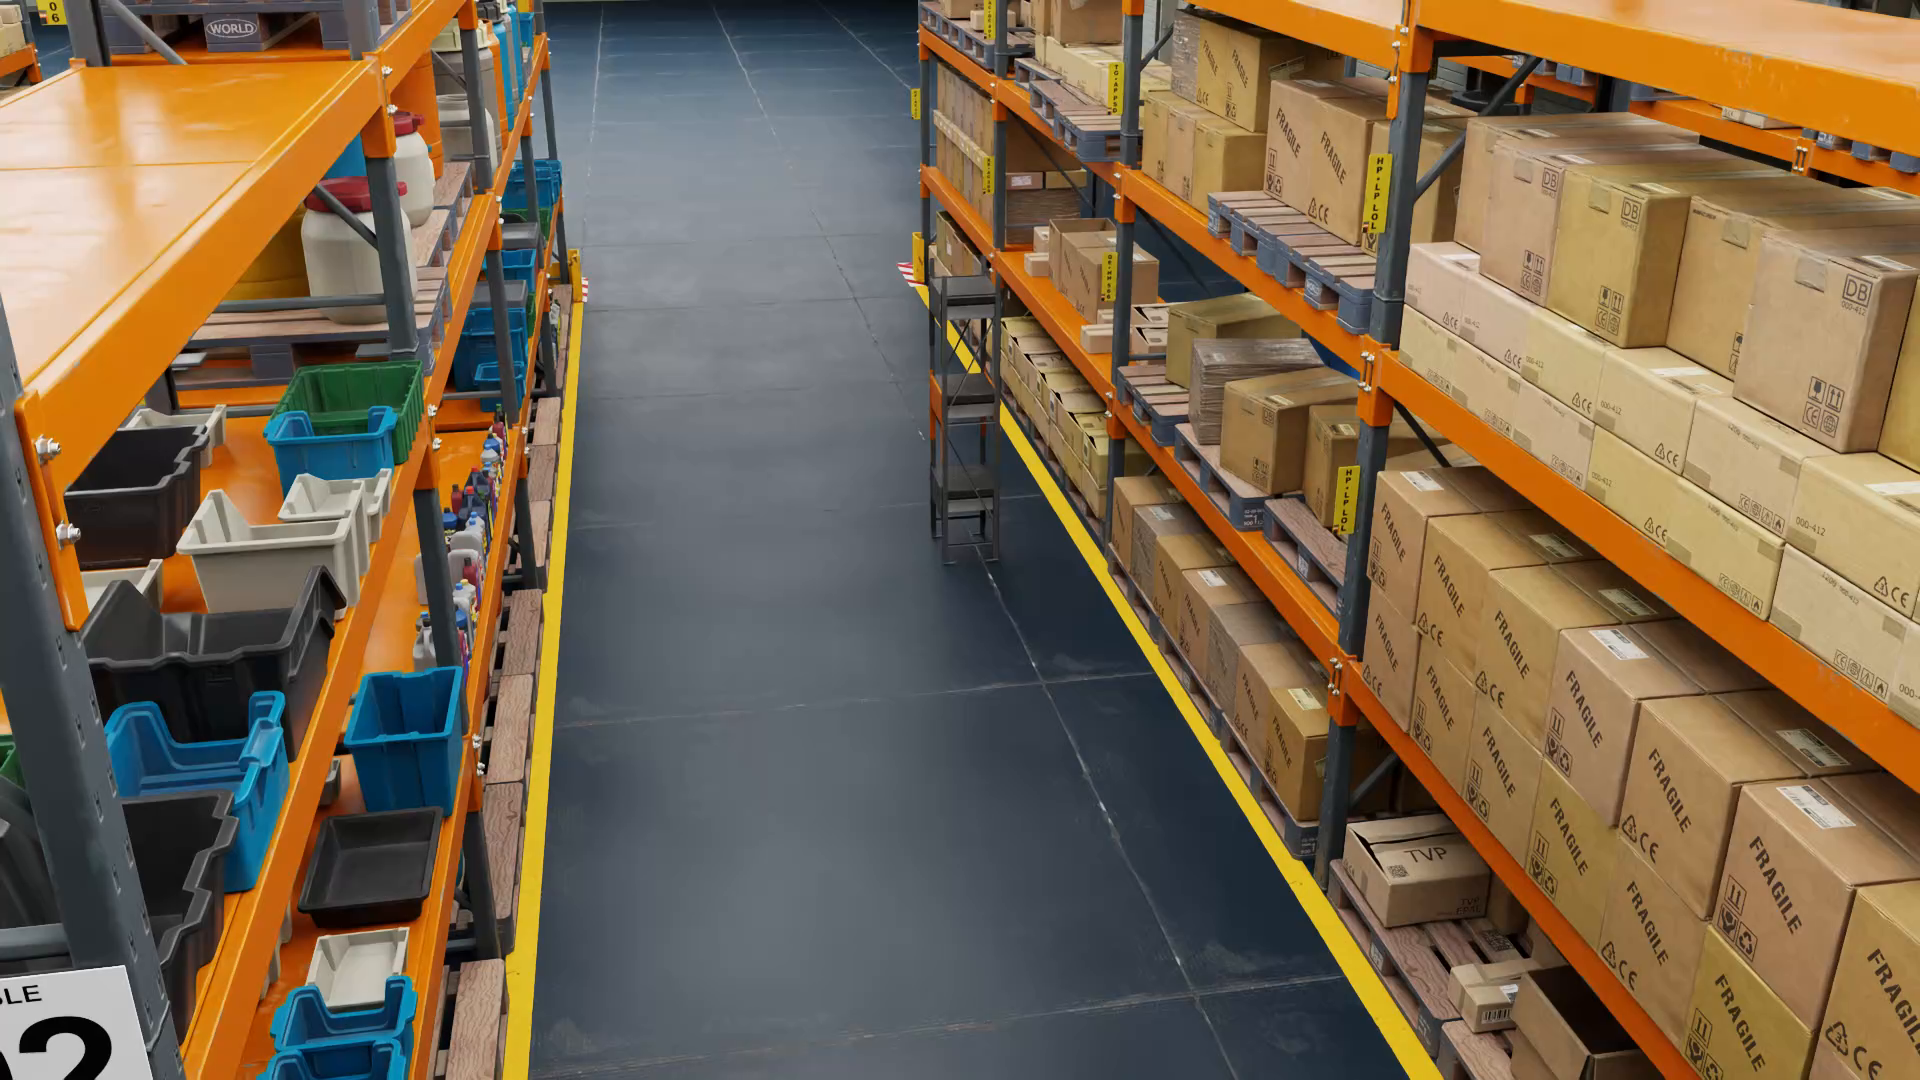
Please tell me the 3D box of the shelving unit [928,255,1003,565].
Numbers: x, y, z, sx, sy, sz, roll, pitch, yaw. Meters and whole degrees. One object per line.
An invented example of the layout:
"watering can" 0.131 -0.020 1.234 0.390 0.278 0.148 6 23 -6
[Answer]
"shelving unit" 0.031 -0.897 11.681 0.431 2.100 0.503 -4 24 -10

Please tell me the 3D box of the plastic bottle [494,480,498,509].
"plastic bottle" -2.664 -0.273 9.374 0.097 0.201 0.097 0 24 0

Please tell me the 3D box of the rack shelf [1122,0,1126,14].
"rack shelf" 1.168 -4.285 12.216 1.077 0.370 4.000 -4 24 -10

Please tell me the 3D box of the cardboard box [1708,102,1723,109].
"cardboard box" 6.257 -3.578 12.792 0.797 0.503 0.637 -1 24 -2

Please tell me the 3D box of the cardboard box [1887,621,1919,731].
"cardboard box" 2.663 0.397 4.034 0.500 0.250 0.500 -4 24 -10

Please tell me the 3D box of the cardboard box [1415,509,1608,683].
"cardboard box" 2.184 0.217 6.632 0.500 0.500 0.500 -5 24 -11

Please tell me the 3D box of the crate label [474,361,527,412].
"crate label" -3.040 -1.013 11.032 0.303 0.233 0.416 -4 24 -10

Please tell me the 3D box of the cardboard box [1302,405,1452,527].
"cardboard box" 2.221 -0.395 8.758 0.700 0.500 0.500 -1 24 -1

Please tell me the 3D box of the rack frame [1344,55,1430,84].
"rack frame" 4.926 -4.777 19.439 1.000 3.000 0.127 -4 24 -10

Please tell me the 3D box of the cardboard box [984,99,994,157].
"cardboard box" 0.616 -3.848 15.567 0.700 0.500 0.500 -4 24 -10

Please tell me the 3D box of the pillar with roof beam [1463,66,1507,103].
"pillar with roof beam" 1.675 -6.996 17.025 9.100 9.000 0.400 -4 24 -10

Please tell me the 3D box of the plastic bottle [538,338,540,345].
"plastic bottle" -3.953 -1.795 15.373 0.144 0.351 0.185 -4 24 -10

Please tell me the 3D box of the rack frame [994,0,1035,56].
"rack frame" 0.799 -5.584 13.793 1.000 3.000 0.127 -4 24 -10

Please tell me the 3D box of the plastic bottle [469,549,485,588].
"plastic bottle" -2.468 0.146 8.417 0.097 0.201 0.097 0 24 0

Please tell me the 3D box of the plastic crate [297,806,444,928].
"plastic crate" -2.120 1.196 6.033 0.437 0.125 0.590 -4 24 -10

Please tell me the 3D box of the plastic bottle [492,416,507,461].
"plastic bottle" -2.794 -0.625 10.079 0.061 0.283 0.133 -4 24 -10

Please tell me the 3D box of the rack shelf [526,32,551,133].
"rack shelf" -4.440 -4.302 15.502 1.077 0.370 4.000 -4 24 -10

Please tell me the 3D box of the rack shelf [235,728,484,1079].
"rack shelf" -2.221 1.793 5.296 1.077 0.370 4.000 -4 24 -10

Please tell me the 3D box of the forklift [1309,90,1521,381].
"forklift" 4.409 -2.028 13.231 3.031 2.935 1.130 -3 24 -8

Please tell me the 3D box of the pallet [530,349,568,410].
"pallet" -4.153 -1.459 15.328 1.003 0.211 1.213 -4 24 -10

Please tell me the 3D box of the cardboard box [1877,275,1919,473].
"cardboard box" 2.897 -0.397 4.290 0.700 0.500 0.500 -4 24 -10

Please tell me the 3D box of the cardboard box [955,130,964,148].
"cardboard box" 0.160 -4.075 16.897 0.380 0.149 0.250 -5 24 -10

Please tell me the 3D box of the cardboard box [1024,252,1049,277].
"cardboard box" 0.762 -2.356 14.211 0.380 0.149 0.250 -4 24 -10

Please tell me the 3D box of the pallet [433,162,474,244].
"pallet" -3.285 -1.877 9.287 1.003 0.211 1.213 -4 24 -10

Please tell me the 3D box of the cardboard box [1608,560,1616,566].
"cardboard box" 2.723 0.189 6.696 0.500 0.500 0.500 -5 24 -11

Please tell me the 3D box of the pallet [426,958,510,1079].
"pallet" -2.417 2.241 6.855 1.003 0.211 1.213 -4 24 -10

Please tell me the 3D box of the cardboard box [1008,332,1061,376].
"cardboard box" 0.718 -1.646 14.482 0.500 0.311 0.500 -5 24 -10

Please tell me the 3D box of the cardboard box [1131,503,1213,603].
"cardboard box" 1.444 0.088 10.875 0.500 0.500 0.500 -5 24 -12

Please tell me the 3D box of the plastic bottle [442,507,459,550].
"plastic bottle" -2.688 -0.044 8.763 0.097 0.271 0.097 0 24 0

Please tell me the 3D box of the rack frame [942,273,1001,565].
"rack frame" 0.076 -0.801 11.461 0.400 2.100 0.015 -4 24 -10

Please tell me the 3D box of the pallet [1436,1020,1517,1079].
"pallet" 2.633 2.341 6.627 1.003 0.211 1.213 -4 24 -10

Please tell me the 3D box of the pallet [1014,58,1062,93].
"pallet" 0.974 -3.776 13.639 0.805 0.209 1.217 -5 24 -12

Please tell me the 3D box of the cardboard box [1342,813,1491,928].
"cardboard box" 2.143 1.523 7.824 0.500 0.311 0.500 -4 24 -10

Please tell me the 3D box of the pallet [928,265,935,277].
"pallet" 0.241 -2.833 18.472 1.003 0.211 1.213 -4 24 -10

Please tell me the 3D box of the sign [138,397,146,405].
"sign" -3.132 -0.662 6.259 0.100 0.325 0.005 -4 24 -10

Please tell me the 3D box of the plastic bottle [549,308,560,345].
"plastic bottle" -3.925 -2.047 15.950 0.144 0.351 0.185 -4 24 -10

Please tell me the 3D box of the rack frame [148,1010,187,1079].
"rack frame" -1.851 2.250 3.350 1.000 3.000 0.127 -4 24 -10

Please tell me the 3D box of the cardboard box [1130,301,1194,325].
"cardboard box" 1.563 -1.587 12.247 0.500 0.311 0.500 -5 24 -10

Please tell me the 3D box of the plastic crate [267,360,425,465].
"plastic crate" -2.215 -0.457 6.064 0.450 0.188 0.662 -4 24 -10

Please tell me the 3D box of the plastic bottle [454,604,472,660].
"plastic bottle" -2.321 0.425 7.690 0.097 0.271 0.097 0 24 0

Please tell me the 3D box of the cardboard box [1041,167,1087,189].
"cardboard box" 0.939 -3.298 15.119 0.380 0.149 0.250 -4 24 -10

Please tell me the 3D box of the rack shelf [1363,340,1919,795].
"rack shelf" 2.648 0.053 5.531 1.077 0.370 4.000 -4 24 -10

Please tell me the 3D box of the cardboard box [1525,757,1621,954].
"cardboard box" 2.388 1.084 5.894 0.500 0.500 0.500 -5 24 -10

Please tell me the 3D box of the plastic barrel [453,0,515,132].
"plastic barrel" -3.521 -3.376 11.858 0.600 0.901 0.708 -4 24 -10

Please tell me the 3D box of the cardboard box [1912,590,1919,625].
"cardboard box" 2.672 0.167 3.935 0.500 0.250 0.500 -4 24 -10

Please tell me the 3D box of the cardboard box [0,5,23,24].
"cardboard box" -9.319 -5.079 16.073 0.380 0.149 0.250 -4 24 -10

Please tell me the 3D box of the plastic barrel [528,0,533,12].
"plastic barrel" -4.595 -5.625 16.574 0.600 0.830 0.708 -4 24 -10

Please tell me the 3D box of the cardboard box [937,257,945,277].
"cardboard box" 0.036 -2.917 18.092 0.500 0.250 0.500 -4 24 -10

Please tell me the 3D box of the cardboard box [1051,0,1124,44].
"cardboard box" 1.002 -4.209 13.118 0.500 0.500 0.500 -2 24 -5

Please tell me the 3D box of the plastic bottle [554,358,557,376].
"plastic bottle" -3.717 -1.587 15.082 0.097 0.201 0.097 0 24 0

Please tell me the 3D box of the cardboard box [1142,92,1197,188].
"cardboard box" 1.652 -2.513 10.384 0.910 0.500 0.500 -4 24 -10

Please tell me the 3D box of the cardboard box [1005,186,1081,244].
"cardboard box" 0.710 -3.055 15.372 0.700 0.500 0.500 -5 24 -11

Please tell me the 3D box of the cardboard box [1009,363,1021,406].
"cardboard box" 0.723 -1.389 14.594 0.500 0.250 0.500 -4 24 -8

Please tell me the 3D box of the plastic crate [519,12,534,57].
"plastic crate" -4.161 -4.683 15.496 0.392 0.384 0.575 -4 24 -10

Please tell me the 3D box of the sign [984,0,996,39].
"sign" 0.253 -4.441 14.179 0.100 0.325 0.005 -4 24 -10

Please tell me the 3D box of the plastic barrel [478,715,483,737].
"plastic barrel" -2.822 0.902 9.021 0.421 0.512 0.421 0 24 0
